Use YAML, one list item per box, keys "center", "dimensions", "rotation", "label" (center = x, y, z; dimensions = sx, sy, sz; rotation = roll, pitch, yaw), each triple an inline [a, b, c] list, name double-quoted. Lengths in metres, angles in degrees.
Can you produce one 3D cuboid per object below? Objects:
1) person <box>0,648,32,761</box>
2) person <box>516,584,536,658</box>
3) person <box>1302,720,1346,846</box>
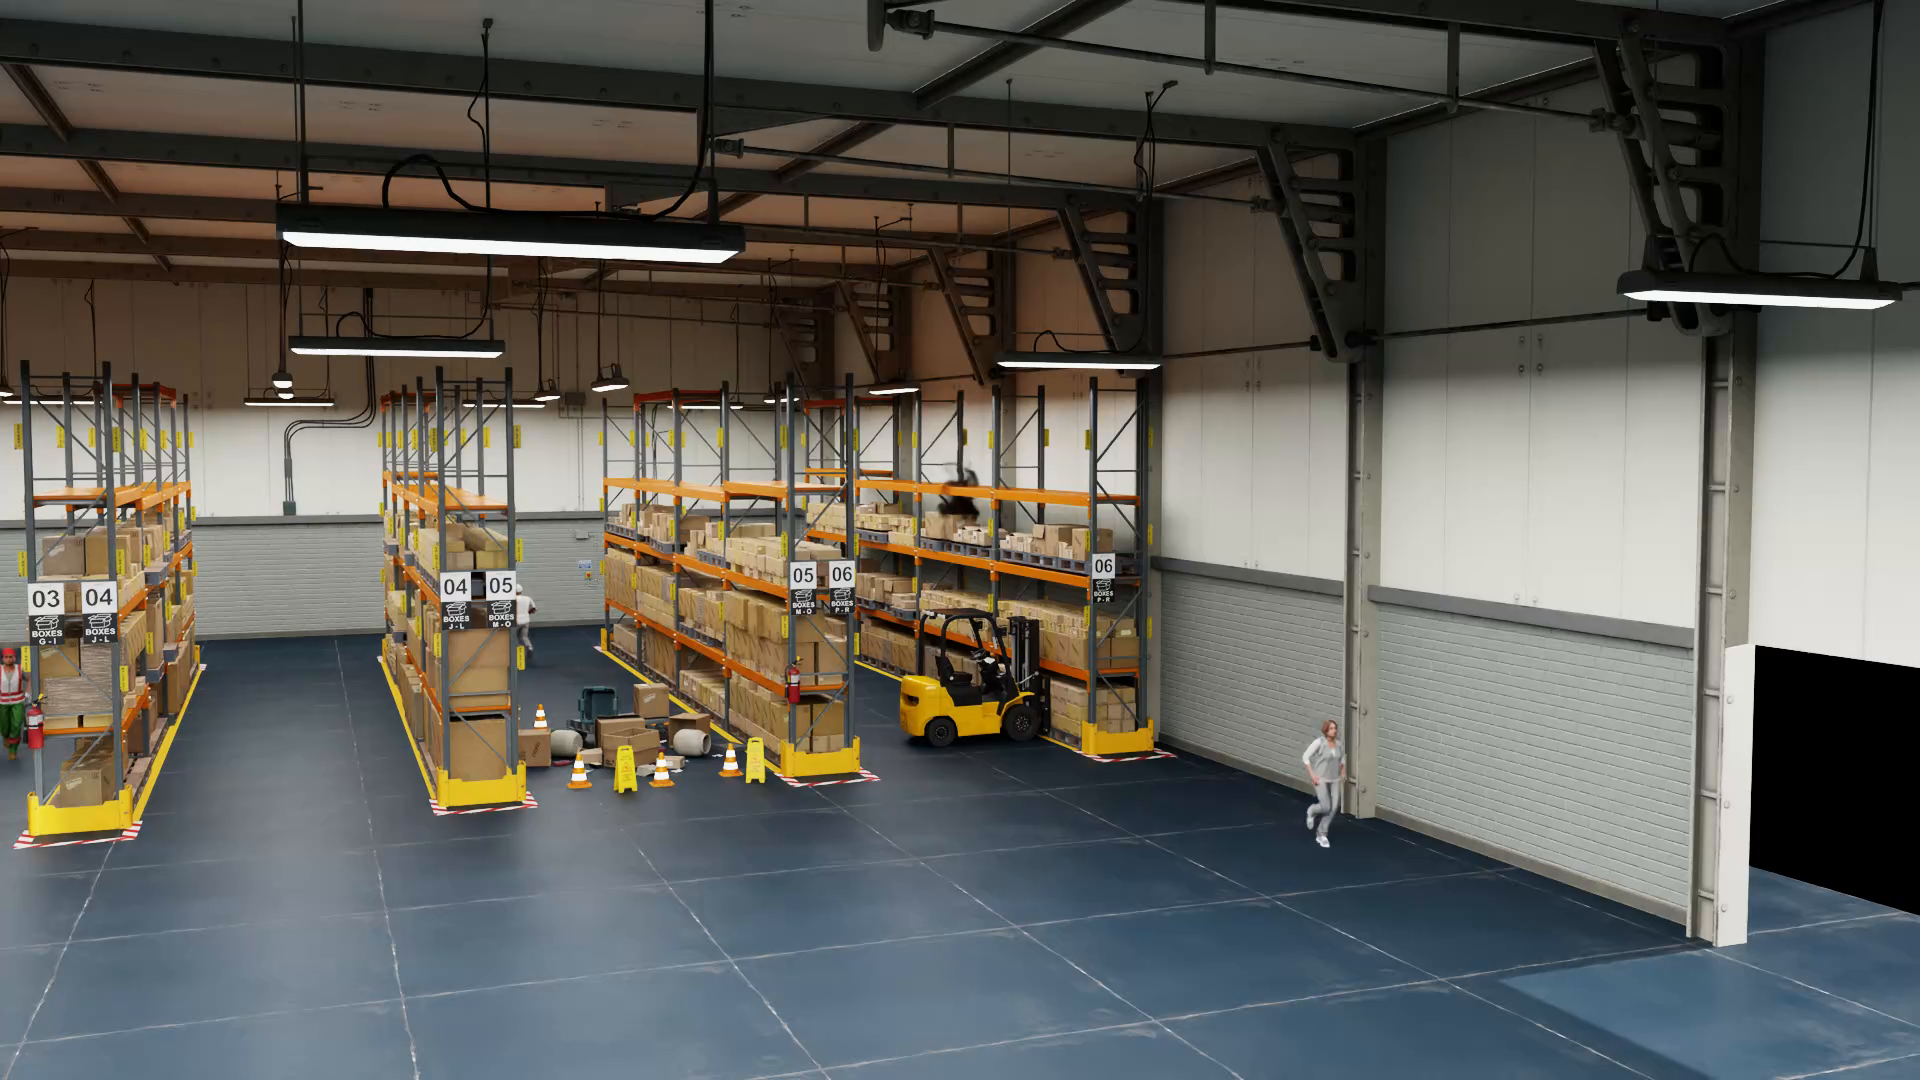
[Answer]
- center: [-14.933, 2.557, 26.167]
  dimensions: [0.646, 1.748, 0.797]
  rotation: [-2, 4, -29]
  label: "person"
- center: [-9.876, 1.880, 37.416]
  dimensions: [0.725, 1.756, 0.988]
  rotation: [-3, 4, -38]
  label: "person"
- center: [4.531, 2.993, 20.651]
  dimensions: [0.554, 1.560, 0.535]
  rotation: [-1, 4, -19]
  label: "person"
